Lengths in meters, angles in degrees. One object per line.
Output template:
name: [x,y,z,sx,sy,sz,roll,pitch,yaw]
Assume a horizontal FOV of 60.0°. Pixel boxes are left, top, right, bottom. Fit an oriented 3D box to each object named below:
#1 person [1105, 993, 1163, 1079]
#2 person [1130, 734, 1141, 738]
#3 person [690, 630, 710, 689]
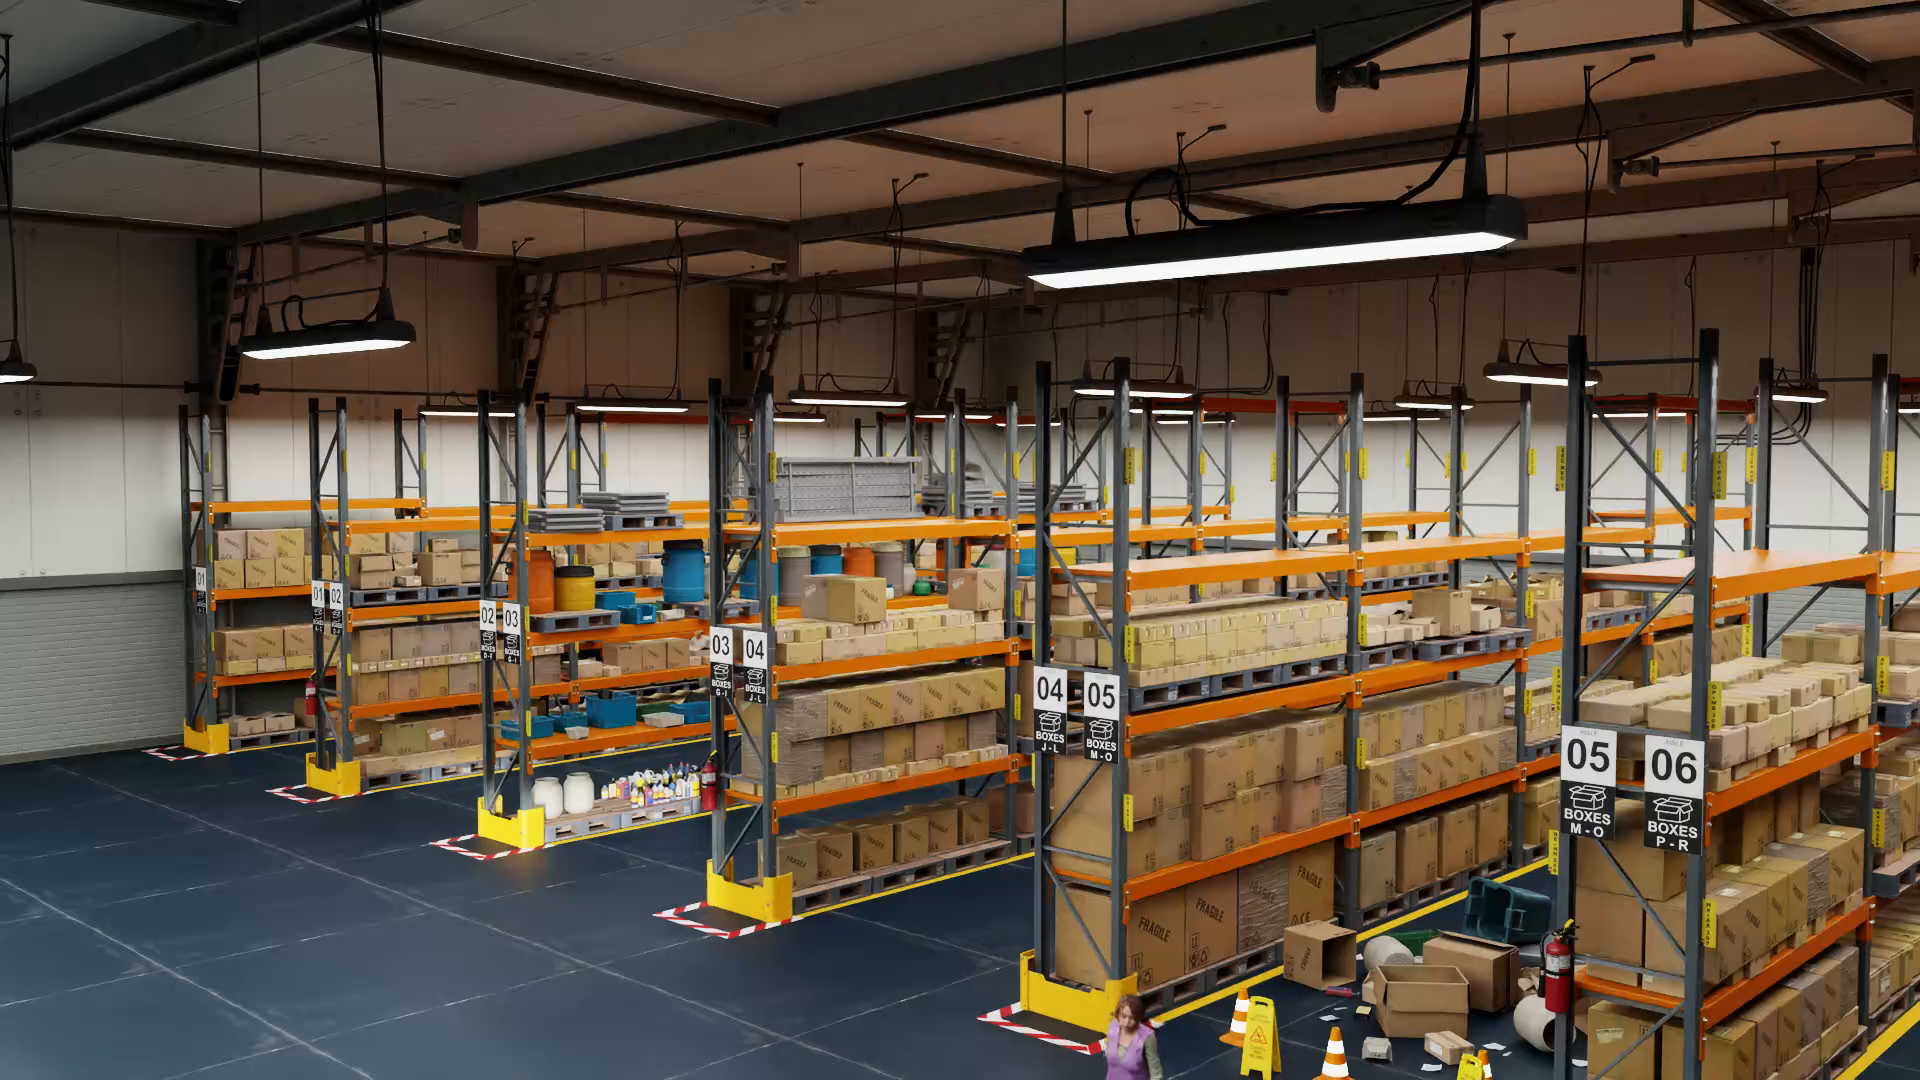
person: [1.157,3.796,11.285,0.513,1.539,0.693,1,3,23]
person: [2.258,3.241,21.272,0.536,1.638,0.638,-2,4,-36]
person: [-5.283,2.543,34.321,0.564,1.644,0.955,1,3,21]
